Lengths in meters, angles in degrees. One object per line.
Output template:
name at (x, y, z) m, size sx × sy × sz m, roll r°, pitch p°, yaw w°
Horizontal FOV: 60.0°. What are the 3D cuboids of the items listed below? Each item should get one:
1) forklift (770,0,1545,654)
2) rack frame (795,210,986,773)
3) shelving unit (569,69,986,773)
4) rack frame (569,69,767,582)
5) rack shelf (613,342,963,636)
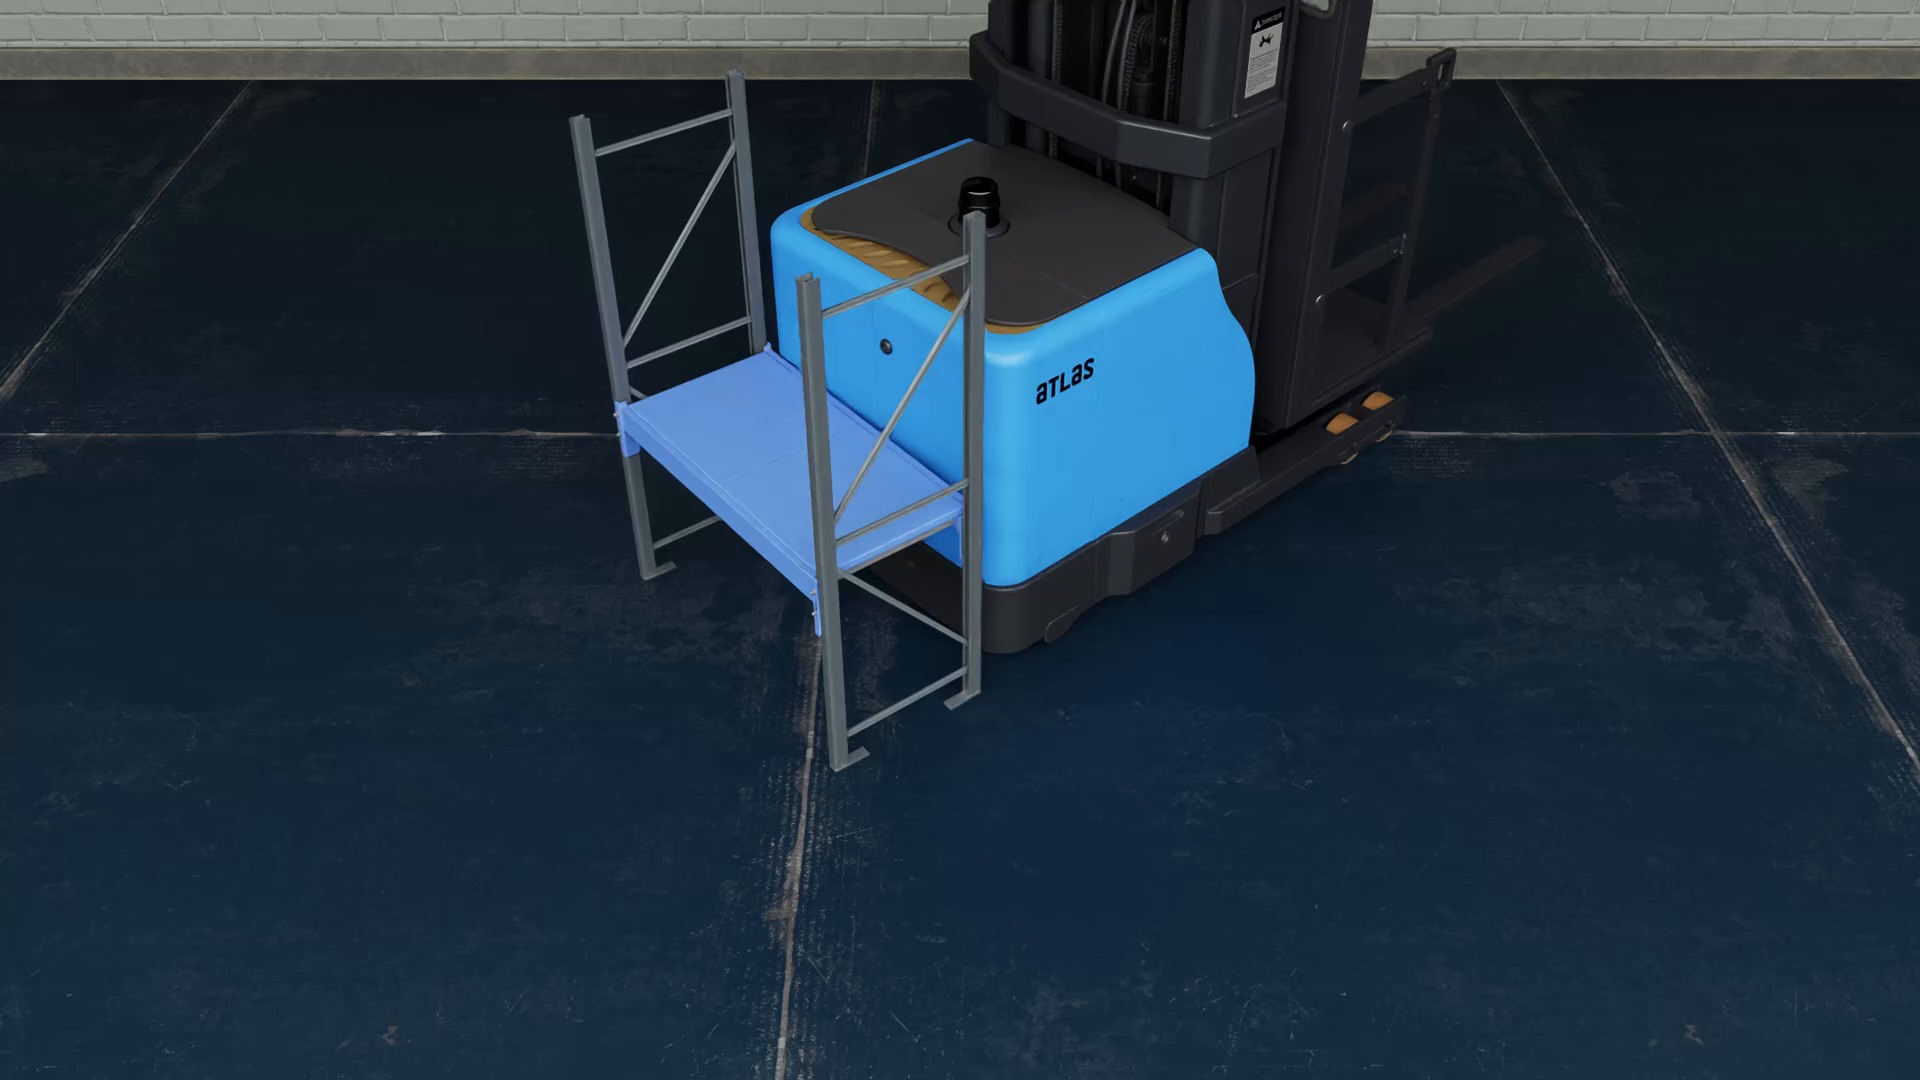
forklift at (0.876, -1.615, 4.922) m, size 3.031 × 2.935 × 1.130 m, roll -30°, pitch 47°, yaw -32°
rack frame at (-0.146, -0.063, 4.129) m, size 0.500 × 1.500 × 0.032 m, roll -26°, pitch 46°, yaw -29°
shelving unit at (-0.461, -0.313, 4.441) m, size 0.538 × 1.500 × 1.048 m, roll -26°, pitch 46°, yaw -29°
rack frame at (-0.776, -0.562, 4.752) m, size 0.500 × 1.500 × 0.032 m, roll -26°, pitch 46°, yaw -29°
rack shelf at (-0.461, -0.172, 4.553) m, size 0.538 × 0.185 × 1.000 m, roll -26°, pitch 46°, yaw -29°
